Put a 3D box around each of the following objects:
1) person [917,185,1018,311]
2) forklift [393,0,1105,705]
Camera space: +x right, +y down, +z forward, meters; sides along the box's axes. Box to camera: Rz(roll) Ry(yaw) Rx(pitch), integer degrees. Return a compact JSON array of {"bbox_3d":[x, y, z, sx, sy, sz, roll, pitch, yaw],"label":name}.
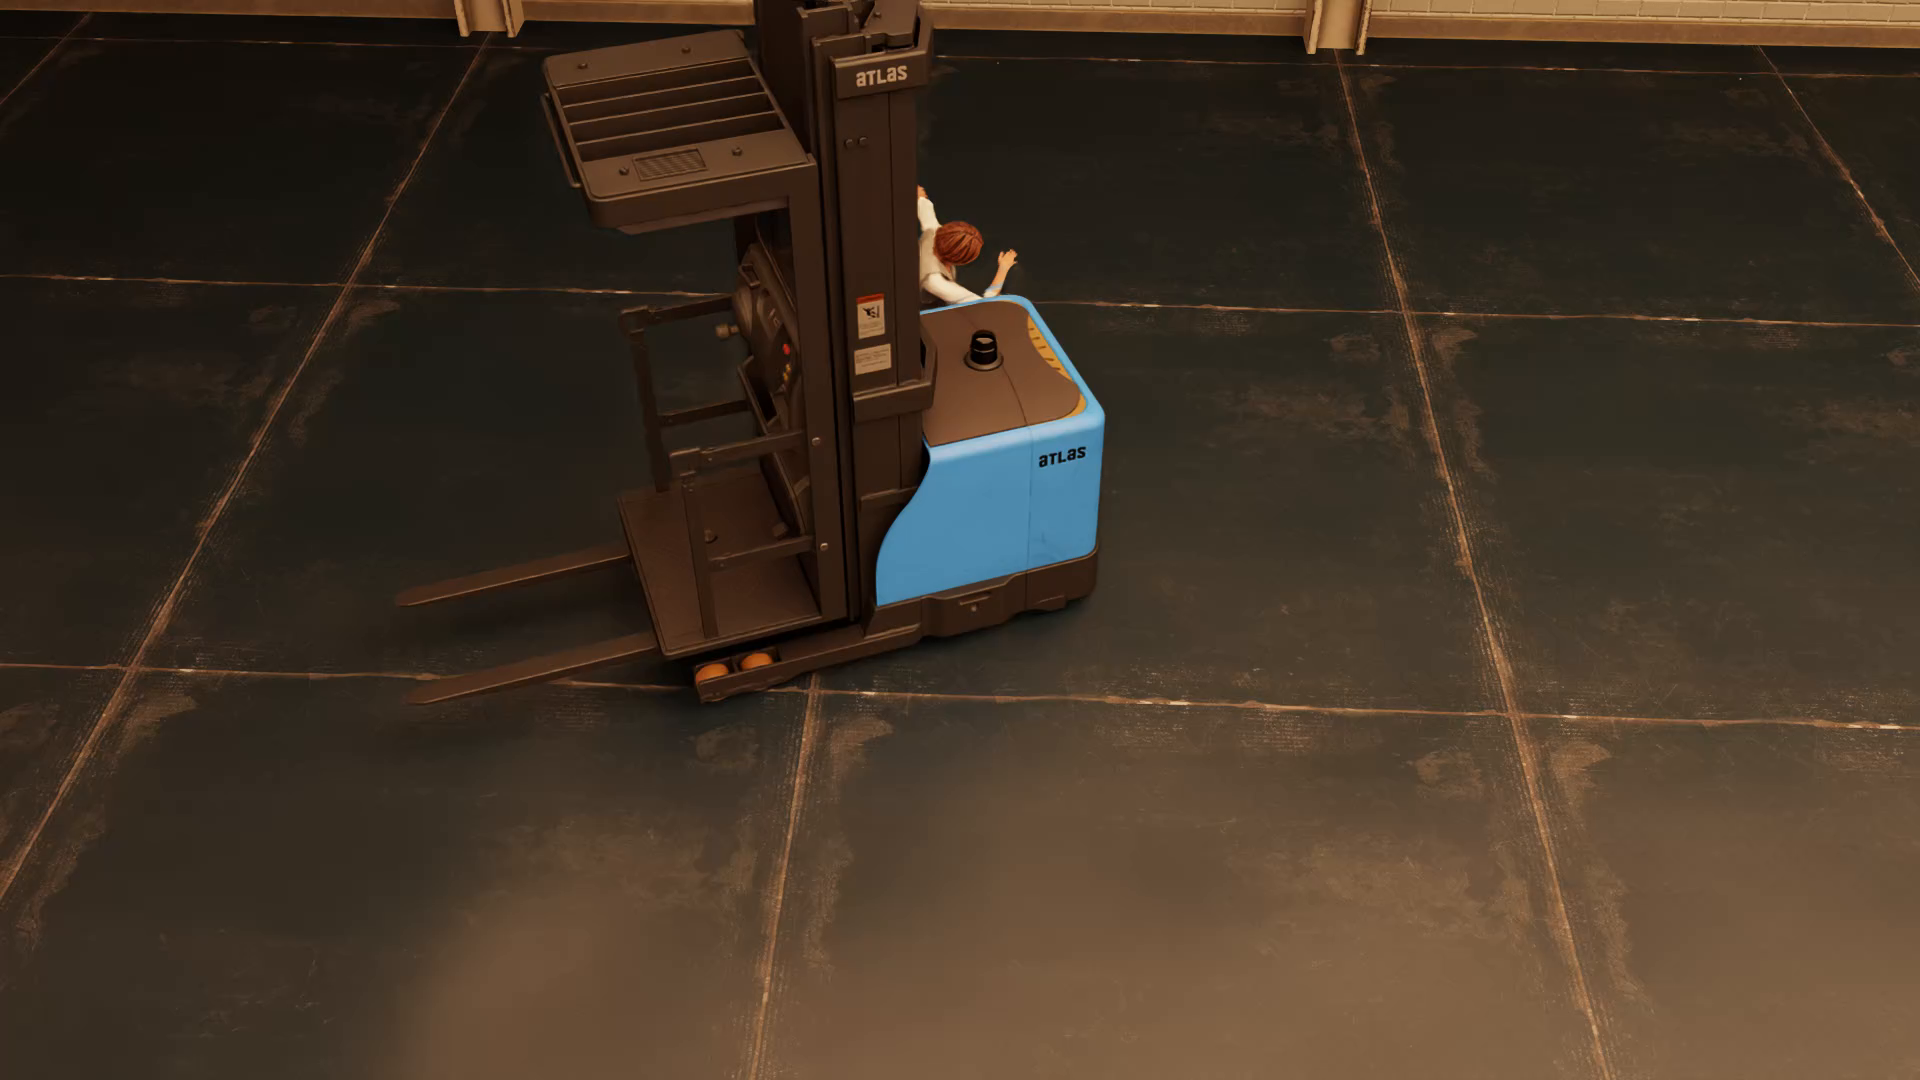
[{"bbox_3d":[-0.005,-1.084,8.192,0.747,1.286,1.127,9,43,10],"label":"person"},{"bbox_3d":[-0.953,-0.792,6.609,3.031,2.935,1.130,-13,44,-14],"label":"forklift"}]
